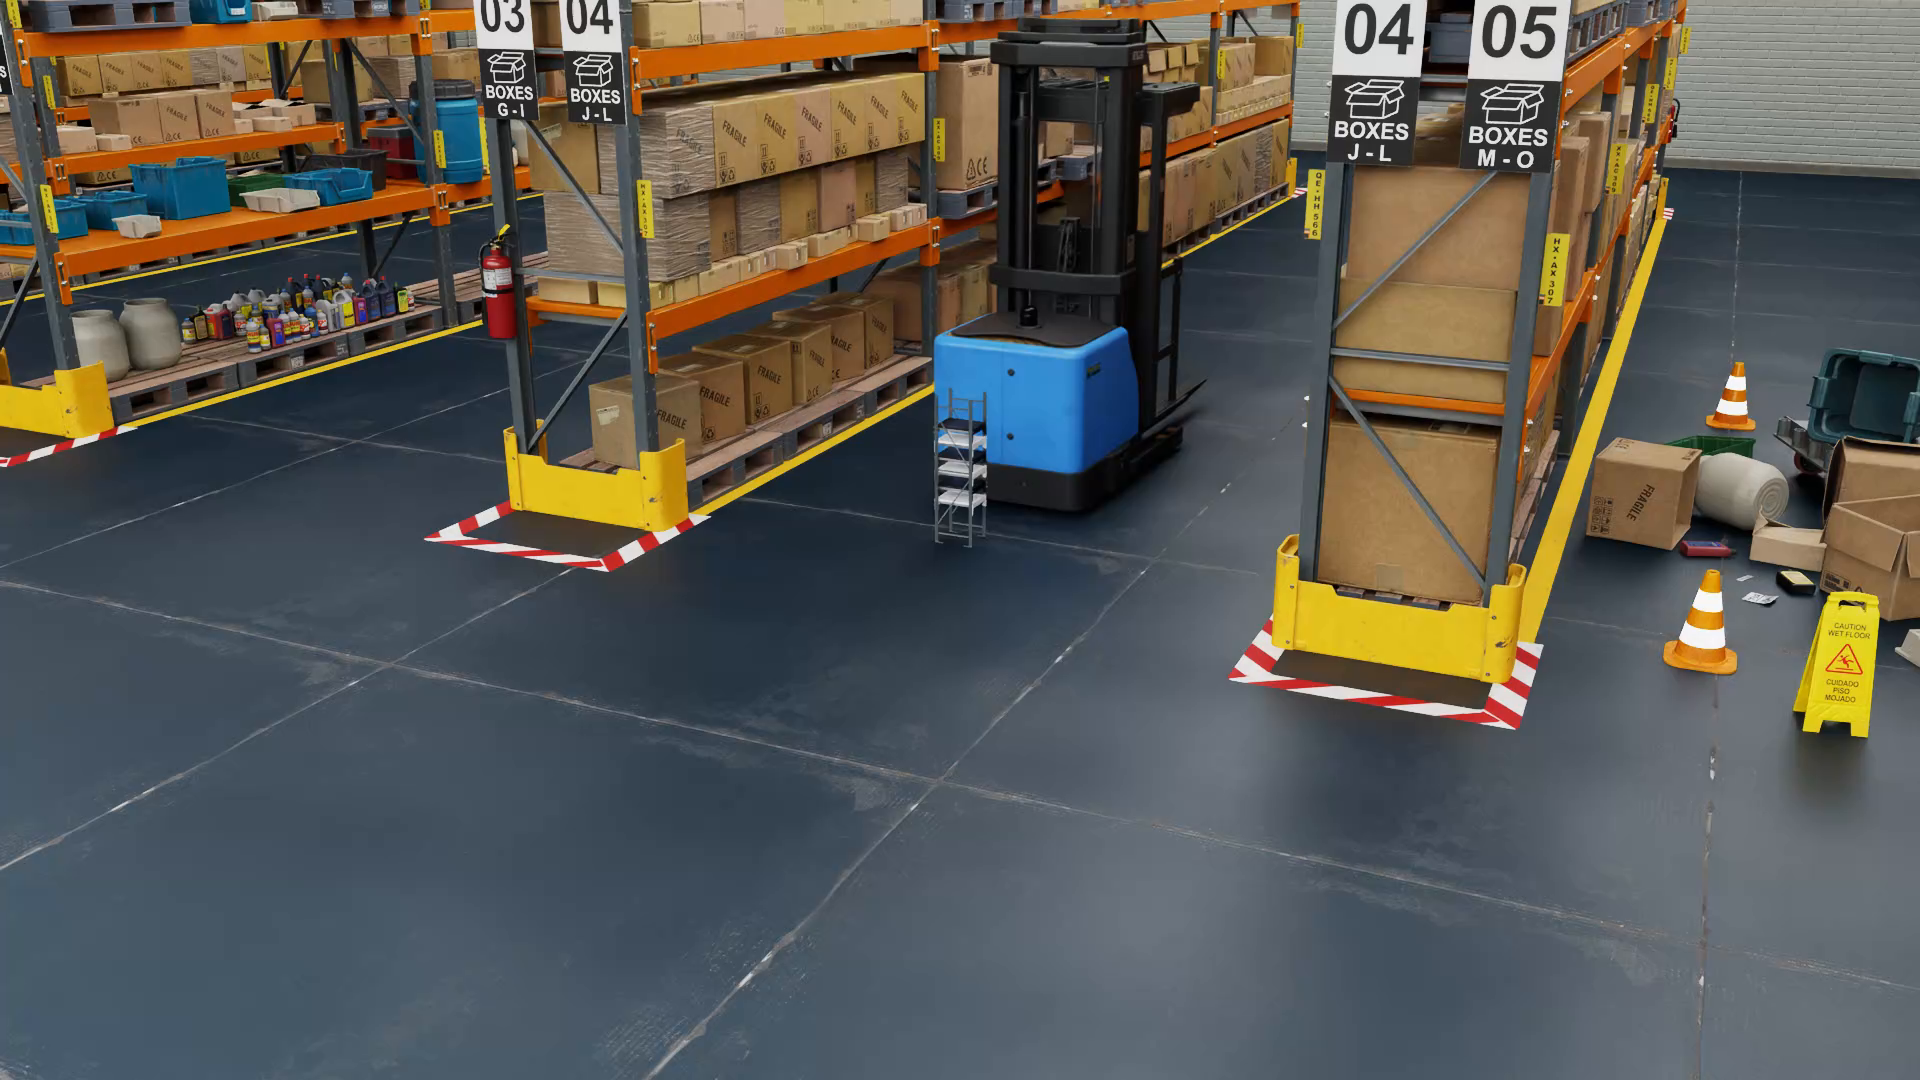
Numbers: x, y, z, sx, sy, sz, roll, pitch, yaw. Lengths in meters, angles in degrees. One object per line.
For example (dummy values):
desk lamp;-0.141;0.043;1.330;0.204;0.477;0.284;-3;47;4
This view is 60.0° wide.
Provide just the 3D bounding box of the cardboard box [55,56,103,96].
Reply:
cardboard box;-12.151;-6.360;22.752;0.500;0.500;0.500;9;22;24

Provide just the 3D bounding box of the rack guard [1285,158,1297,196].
rack guard;4.259;-5.286;24.086;1.175;0.500;0.348;9;21;23

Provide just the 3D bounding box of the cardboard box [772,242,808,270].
cardboard box;-1.265;-1.946;11.340;0.380;0.149;0.250;9;21;23

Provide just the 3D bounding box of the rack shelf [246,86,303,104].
rack shelf;-10.126;-7.545;27.781;1.077;0.370;4.000;9;21;23

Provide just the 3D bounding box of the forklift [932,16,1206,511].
forklift;0.924;-2.010;11.248;1.130;2.935;3.031;9;22;25

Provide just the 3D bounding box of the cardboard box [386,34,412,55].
cardboard box;-9.795;-8.255;28.257;0.980;0.700;0.700;8;21;22

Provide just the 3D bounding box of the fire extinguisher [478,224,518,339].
fire extinguisher;-2.770;-1.557;9.985;0.296;0.674;0.183;9;21;23

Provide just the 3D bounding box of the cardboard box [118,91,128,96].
cardboard box;-11.950;-6.249;23.408;0.380;0.149;0.250;8;21;22

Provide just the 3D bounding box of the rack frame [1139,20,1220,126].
rack frame;2.612;-5.233;20.208;1.000;3.000;0.127;9;21;23

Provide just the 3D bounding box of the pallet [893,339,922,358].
pallet;-0.347;-1.712;14.468;1.003;0.211;1.213;9;21;23

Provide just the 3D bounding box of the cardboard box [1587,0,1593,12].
cardboard box;2.821;-2.609;7.950;0.380;0.149;0.250;9;21;23

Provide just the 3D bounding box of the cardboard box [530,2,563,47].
cardboard box;-2.337;-3.090;9.928;0.500;0.250;0.500;9;22;24

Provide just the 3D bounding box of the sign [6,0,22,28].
sign;-6.321;-3.585;11.084;0.100;0.325;0.005;9;21;23

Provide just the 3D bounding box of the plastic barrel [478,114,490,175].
plastic barrel;-4.591;-3.794;15.957;0.433;0.535;0.433;0;20;0

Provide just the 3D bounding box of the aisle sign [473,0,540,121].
aisle sign;-2.601;-2.812;9.520;0.394;0.787;0.004;9;21;23

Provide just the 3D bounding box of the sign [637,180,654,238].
sign;-1.807;-1.899;9.539;0.100;0.325;0.005;9;21;23

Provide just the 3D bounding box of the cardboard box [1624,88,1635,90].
cardboard box;7.000;-4.650;17.428;0.380;0.149;0.250;8;21;21

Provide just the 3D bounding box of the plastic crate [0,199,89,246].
plastic crate;-6.889;-2.369;12.374;0.499;0.251;0.616;9;21;23

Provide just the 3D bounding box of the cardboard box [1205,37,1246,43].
cardboard box;3.602;-6.616;22.758;0.500;0.500;0.500;8;21;21

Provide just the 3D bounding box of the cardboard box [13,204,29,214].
cardboard box;-9.796;-3.478;17.912;0.500;0.311;0.500;9;21;23

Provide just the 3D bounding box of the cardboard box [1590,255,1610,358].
cardboard box;4.771;-1.996;13.834;1.050;0.750;0.750;9;21;24

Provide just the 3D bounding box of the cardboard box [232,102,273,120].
cardboard box;-8.605;-5.082;19.916;0.500;0.311;0.500;8;21;22

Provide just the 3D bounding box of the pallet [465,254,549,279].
pallet;-4.399;-2.773;17.452;1.003;0.211;1.213;9;21;23

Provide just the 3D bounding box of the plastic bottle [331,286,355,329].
plastic bottle;-5.395;-2.033;14.505;0.144;0.351;0.185;8;21;22

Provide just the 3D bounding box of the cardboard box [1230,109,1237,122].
cardboard box;3.251;-5.321;20.828;0.380;0.149;0.250;9;22;24

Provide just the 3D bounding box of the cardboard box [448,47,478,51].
cardboard box;-6.823;-6.725;23.625;0.700;0.500;0.500;2;20;4

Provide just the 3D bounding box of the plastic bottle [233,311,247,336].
plastic bottle;-6.162;-1.859;14.240;0.097;0.201;0.097;0;20;0

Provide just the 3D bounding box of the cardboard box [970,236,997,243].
cardboard box;0.502;-2.661;16.049;0.700;0.500;0.500;7;21;18

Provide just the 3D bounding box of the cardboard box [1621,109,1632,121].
cardboard box;5.931;-3.856;15.196;0.380;0.149;0.250;8;21;21

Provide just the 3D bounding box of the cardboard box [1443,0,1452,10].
cardboard box;2.217;-2.697;8.199;0.380;0.149;0.250;9;21;24

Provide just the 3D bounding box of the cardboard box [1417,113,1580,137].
cardboard box;3.171;-2.217;9.892;0.875;0.550;0.550;9;21;23

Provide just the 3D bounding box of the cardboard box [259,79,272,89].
cardboard box;-10.825;-7.021;25.580;0.380;0.149;0.250;9;21;23

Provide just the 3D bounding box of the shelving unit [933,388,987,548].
shelving unit;0.003;-0.426;9.825;0.258;0.900;0.210;9;21;23

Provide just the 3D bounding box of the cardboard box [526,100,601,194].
cardboard box;-2.303;-2.425;10.227;0.500;0.500;0.500;9;21;23

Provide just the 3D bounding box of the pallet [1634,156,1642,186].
pallet;5.652;-3.441;15.455;1.213;0.211;1.003;9;21;23

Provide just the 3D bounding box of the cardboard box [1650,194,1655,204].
cardboard box;8.366;-4.220;20.542;0.380;0.149;0.250;9;21;24

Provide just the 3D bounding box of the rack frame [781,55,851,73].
rack frame;-1.907;-5.913;22.119;1.000;3.000;0.127;9;21;23

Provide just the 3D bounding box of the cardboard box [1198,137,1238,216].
cardboard box;2.955;-4.621;21.030;0.875;0.875;0.875;9;21;23

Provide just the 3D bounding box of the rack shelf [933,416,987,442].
rack shelf;0.003;-0.649;9.746;0.258;0.077;0.200;9;21;23

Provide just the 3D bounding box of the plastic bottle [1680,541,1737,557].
plastic bottle;4.380;0.054;9.726;0.283;0.061;0.133;1;20;4

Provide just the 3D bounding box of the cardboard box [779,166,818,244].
cardboard box;-1.497;-2.384;11.603;0.875;0.500;0.500;9;21;23

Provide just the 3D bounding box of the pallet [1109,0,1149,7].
pallet;1.189;-5.539;16.872;1.213;0.211;1.003;10;22;25

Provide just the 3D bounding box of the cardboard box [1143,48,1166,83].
cardboard box;1.826;-5.156;18.345;0.797;0.503;0.637;9;22;24

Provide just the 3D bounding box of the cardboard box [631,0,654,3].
cardboard box;-1.979;-3.148;9.496;0.380;0.149;0.250;8;21;22

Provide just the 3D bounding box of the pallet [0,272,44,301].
pallet;-10.064;-2.597;16.956;1.003;0.211;1.213;9;21;23

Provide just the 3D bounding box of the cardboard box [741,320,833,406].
cardboard box;-1.275;-1.314;12.292;0.500;0.500;0.500;7;21;18

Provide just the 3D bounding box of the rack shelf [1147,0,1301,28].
rack shelf;3.431;-6.919;21.545;1.077;0.370;4.000;9;21;23

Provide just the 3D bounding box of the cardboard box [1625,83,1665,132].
cardboard box;7.528;-4.826;18.469;0.500;0.500;0.500;8;21;22

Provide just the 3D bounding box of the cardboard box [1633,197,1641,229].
cardboard box;6.595;-3.314;16.796;0.500;0.250;0.500;8;21;20

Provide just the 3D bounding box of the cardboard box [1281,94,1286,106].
cardboard box;4.299;-6.104;23.031;0.380;0.149;0.250;9;21;23

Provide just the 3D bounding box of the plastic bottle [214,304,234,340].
plastic bottle;-6.243;-1.853;14.099;0.061;0.283;0.133;9;21;23

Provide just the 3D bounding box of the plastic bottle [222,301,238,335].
plastic bottle;-6.284;-1.906;14.260;0.152;0.276;0.135;8;21;21

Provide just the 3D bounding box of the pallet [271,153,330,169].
pallet;-10.563;-6.180;27.032;1.003;0.211;1.213;9;21;23

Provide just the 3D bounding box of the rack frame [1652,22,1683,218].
rack frame;8.733;-5.745;21.646;1.000;3.000;0.127;9;21;23

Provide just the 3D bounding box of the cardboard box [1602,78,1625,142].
cardboard box;5.264;-3.681;14.203;0.700;0.500;0.500;8;21;22
